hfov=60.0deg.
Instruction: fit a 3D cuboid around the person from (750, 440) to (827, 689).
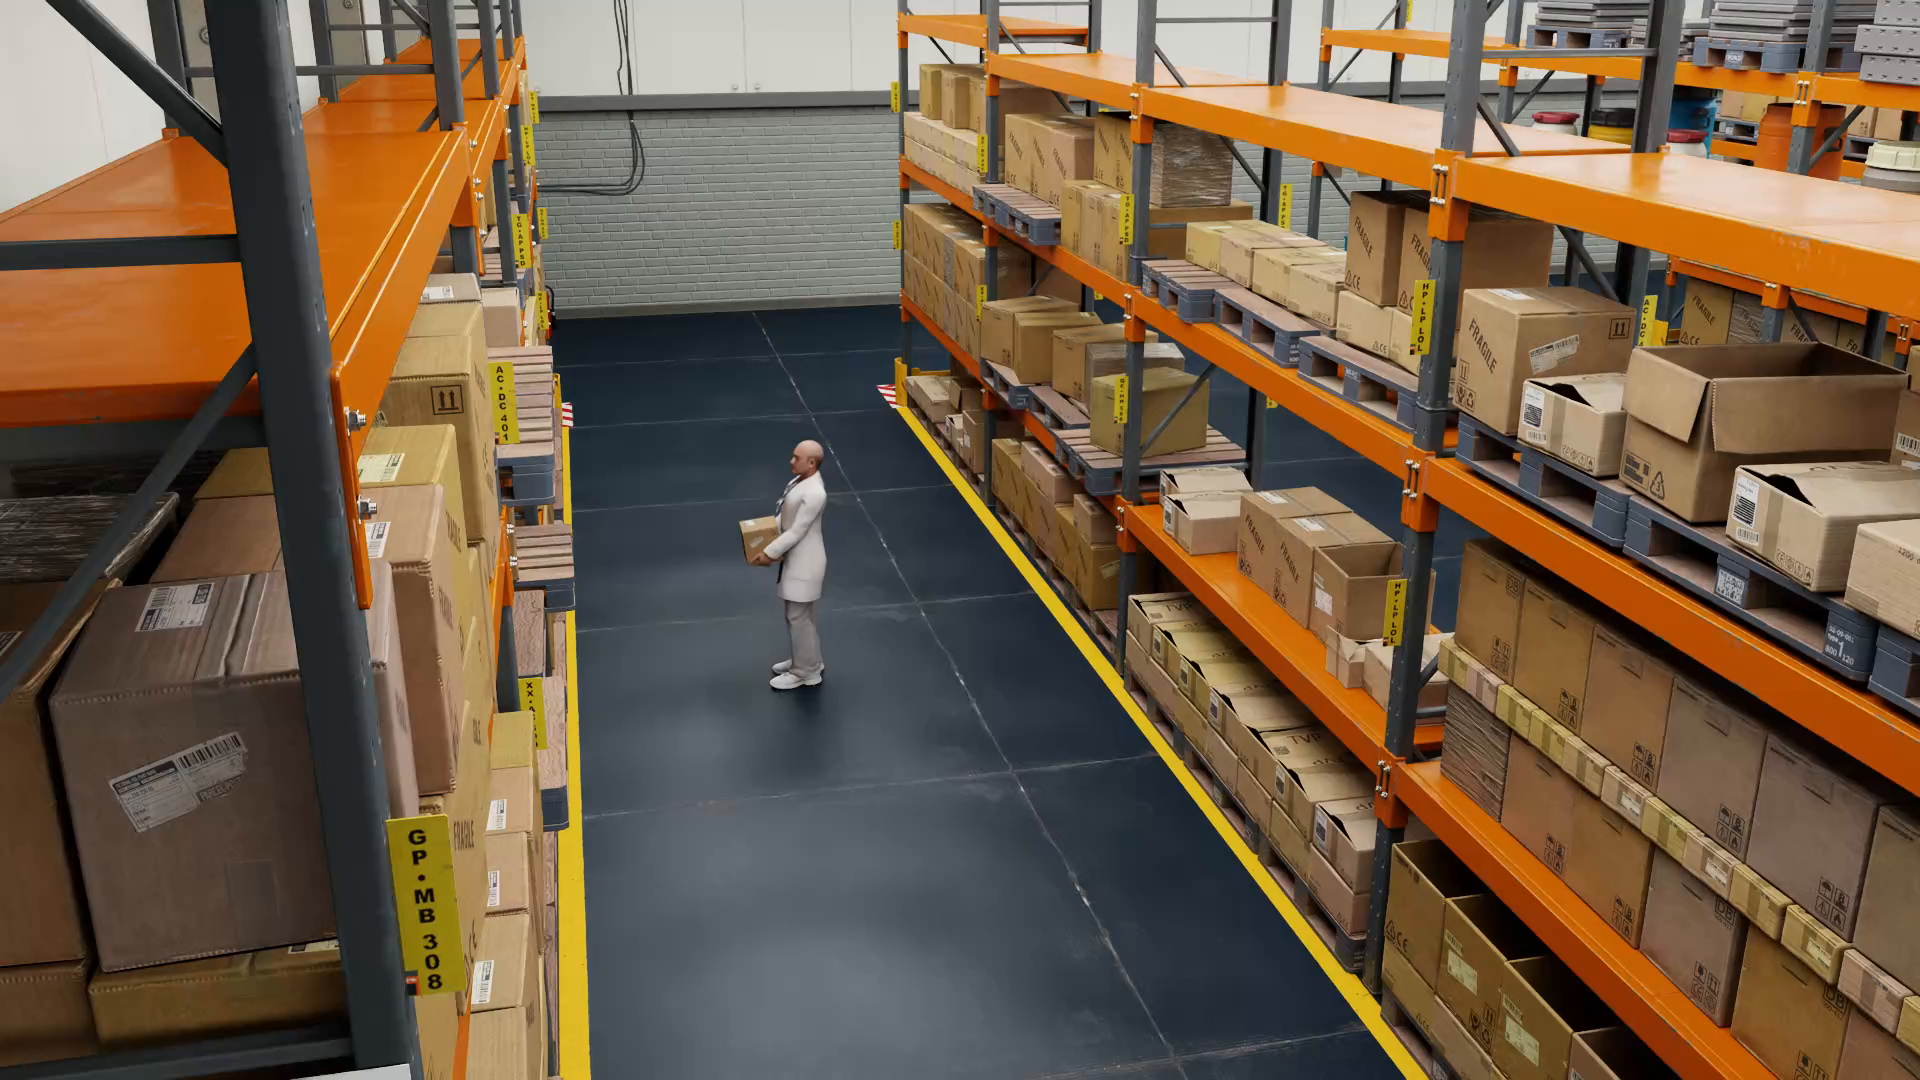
[{"bbox_3d":[-1.198,0.166,11.627,0.552,1.772,0.529,-4,20,-11],"label":"person"}]
